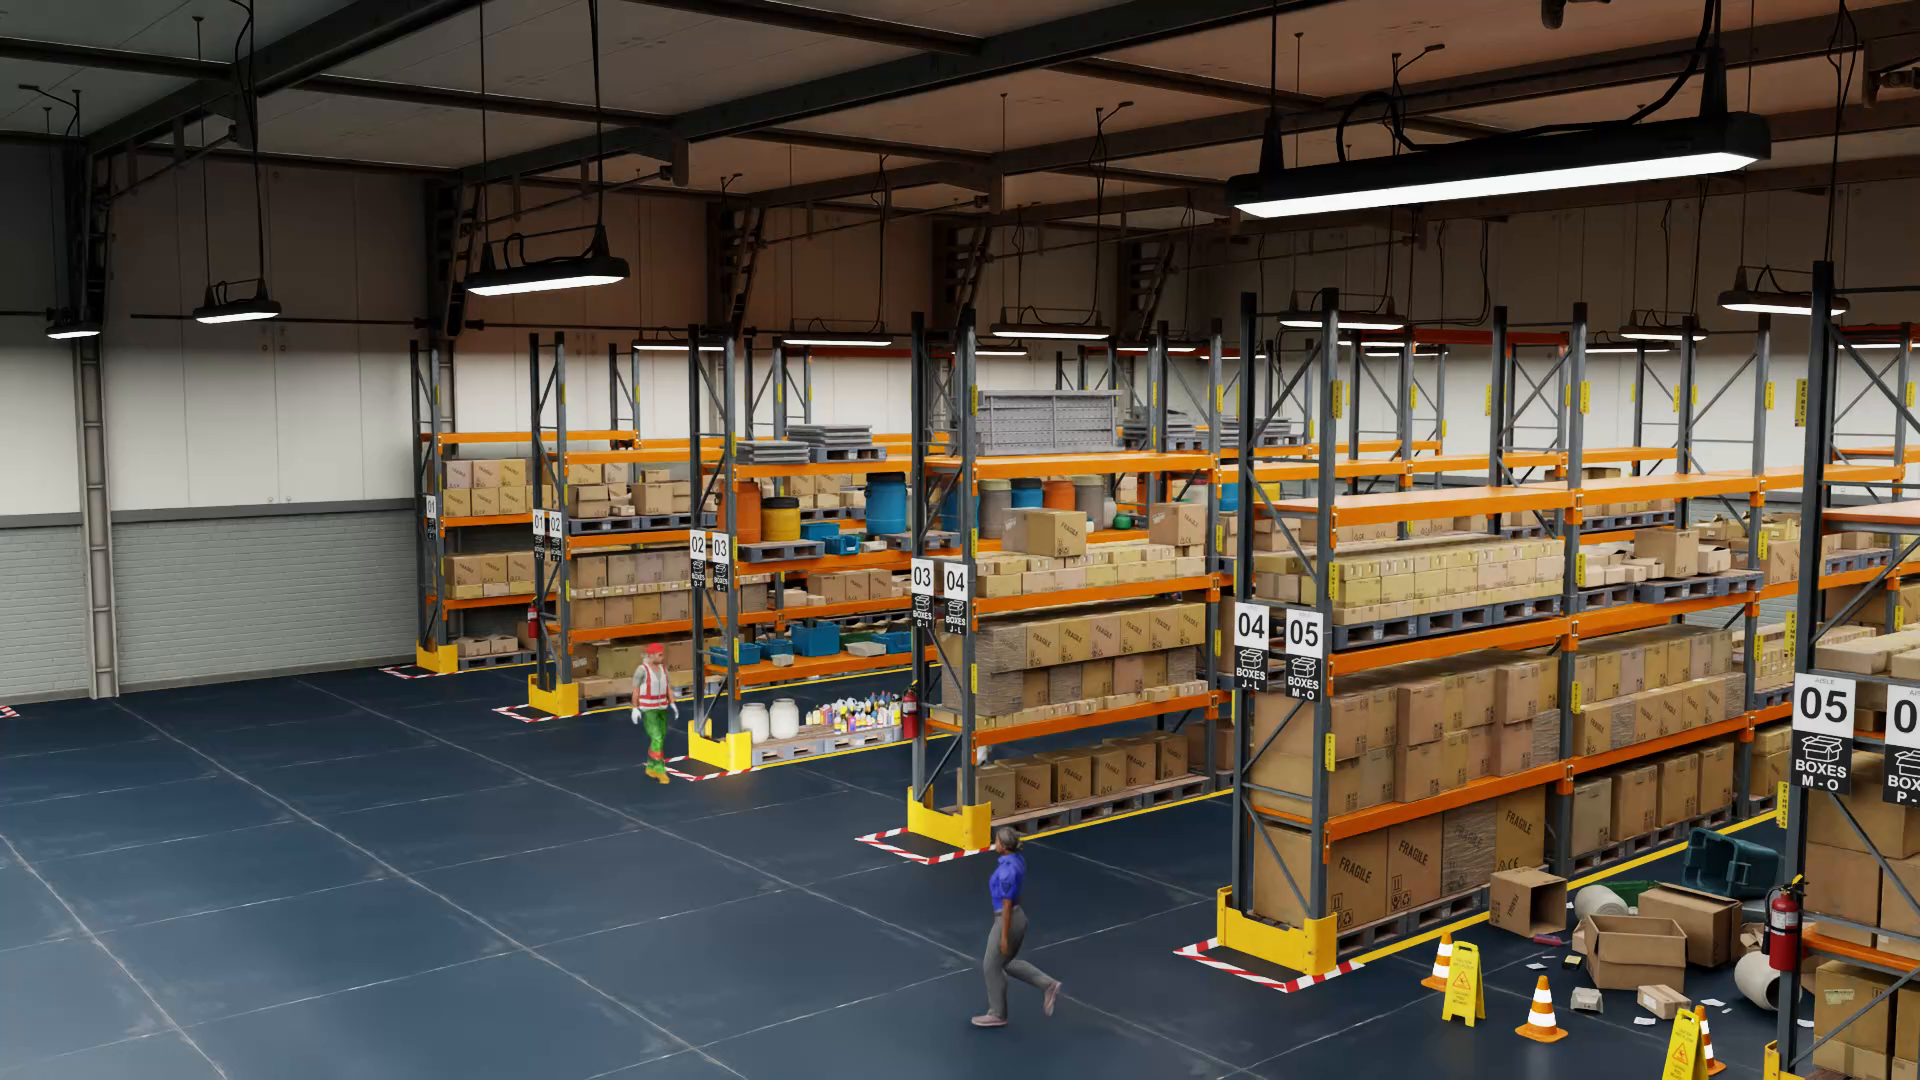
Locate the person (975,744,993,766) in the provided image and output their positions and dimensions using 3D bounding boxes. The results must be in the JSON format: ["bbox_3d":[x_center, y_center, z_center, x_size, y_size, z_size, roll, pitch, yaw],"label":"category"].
[{"bbox_3d":[0.351,2.209,21.885,0.445,1.704,0.542,4,7,40],"label":"person"}]

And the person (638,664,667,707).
[{"bbox_3d":[-4.052,1.906,21.887,0.323,0.560,0.410,4,7,40],"label":"person"}]

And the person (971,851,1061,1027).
[{"bbox_3d":[2.216,2.440,20.922,1.290,1.563,15.975,1,5,11],"label":"person"}]
